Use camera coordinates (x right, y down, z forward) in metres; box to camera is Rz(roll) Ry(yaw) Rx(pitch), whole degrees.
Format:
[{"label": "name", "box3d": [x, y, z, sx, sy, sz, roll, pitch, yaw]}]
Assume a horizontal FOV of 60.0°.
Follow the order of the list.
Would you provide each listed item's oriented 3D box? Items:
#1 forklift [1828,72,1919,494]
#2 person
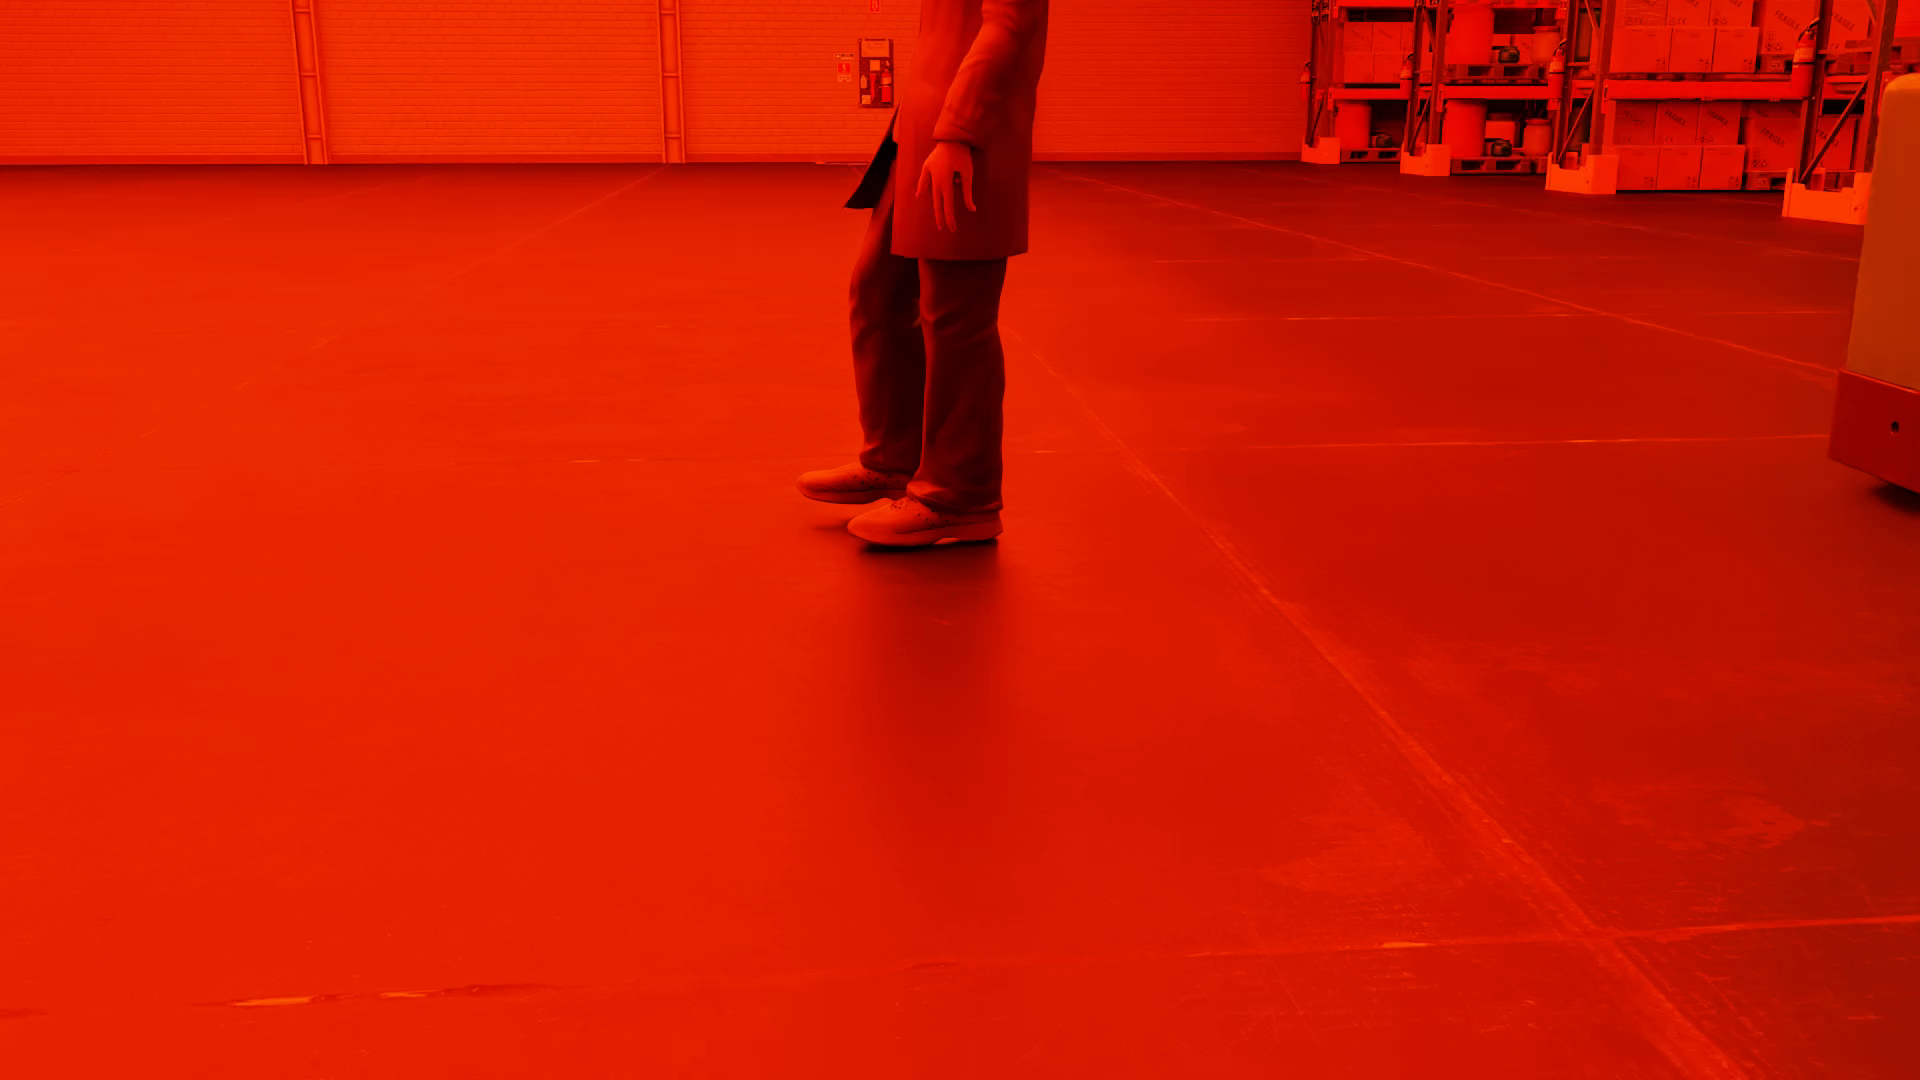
[{"label": "forklift", "box3d": [3.868, -1.464, 3.738, 3.031, 2.935, 1.130, 0, 15, -1]}, {"label": "person", "box3d": [-0.092, -0.866, 3.703, 0.580, 1.777, 0.698, -1, 15, -5]}]
